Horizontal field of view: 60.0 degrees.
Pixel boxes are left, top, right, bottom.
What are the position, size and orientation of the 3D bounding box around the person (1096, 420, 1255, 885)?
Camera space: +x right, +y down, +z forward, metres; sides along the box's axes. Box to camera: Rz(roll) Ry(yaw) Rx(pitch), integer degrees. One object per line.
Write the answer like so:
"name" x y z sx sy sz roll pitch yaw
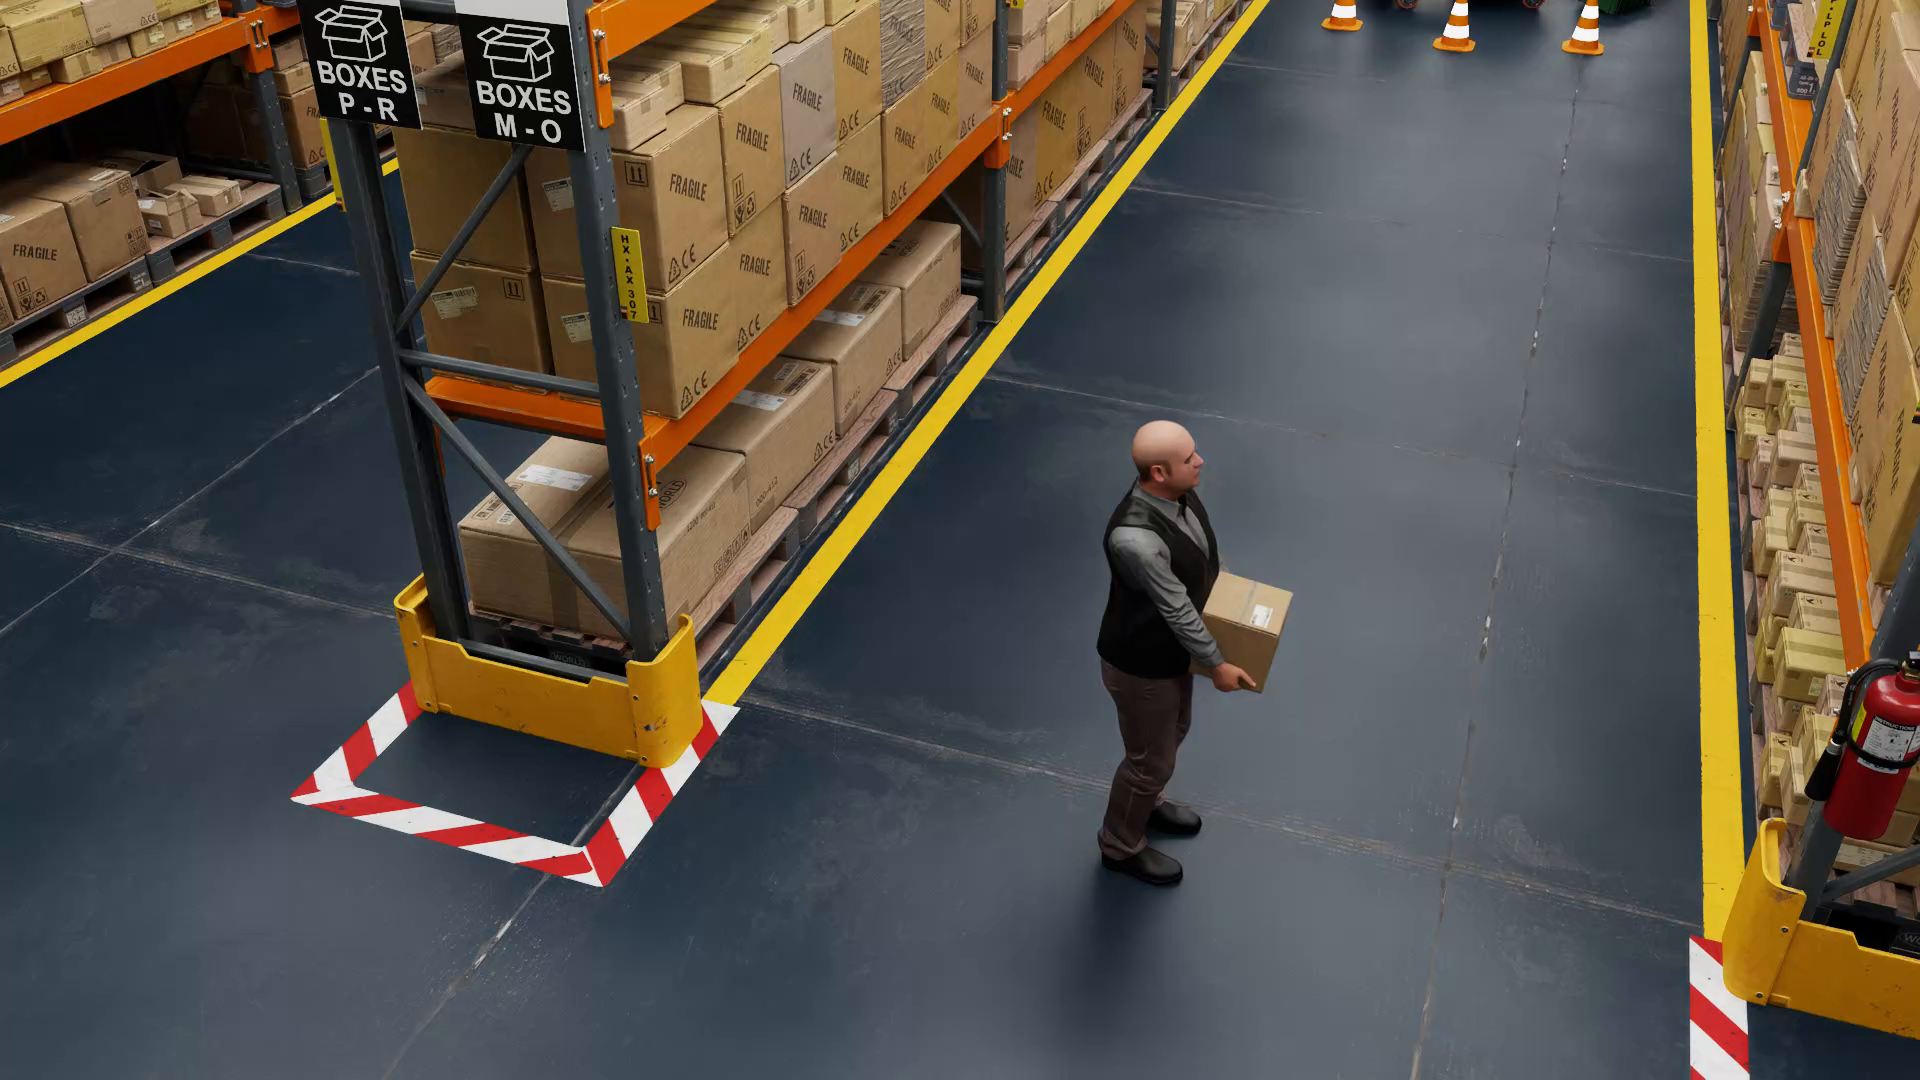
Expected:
"person" 0.740 0.389 5.572 0.551 1.711 0.481 12 35 17
